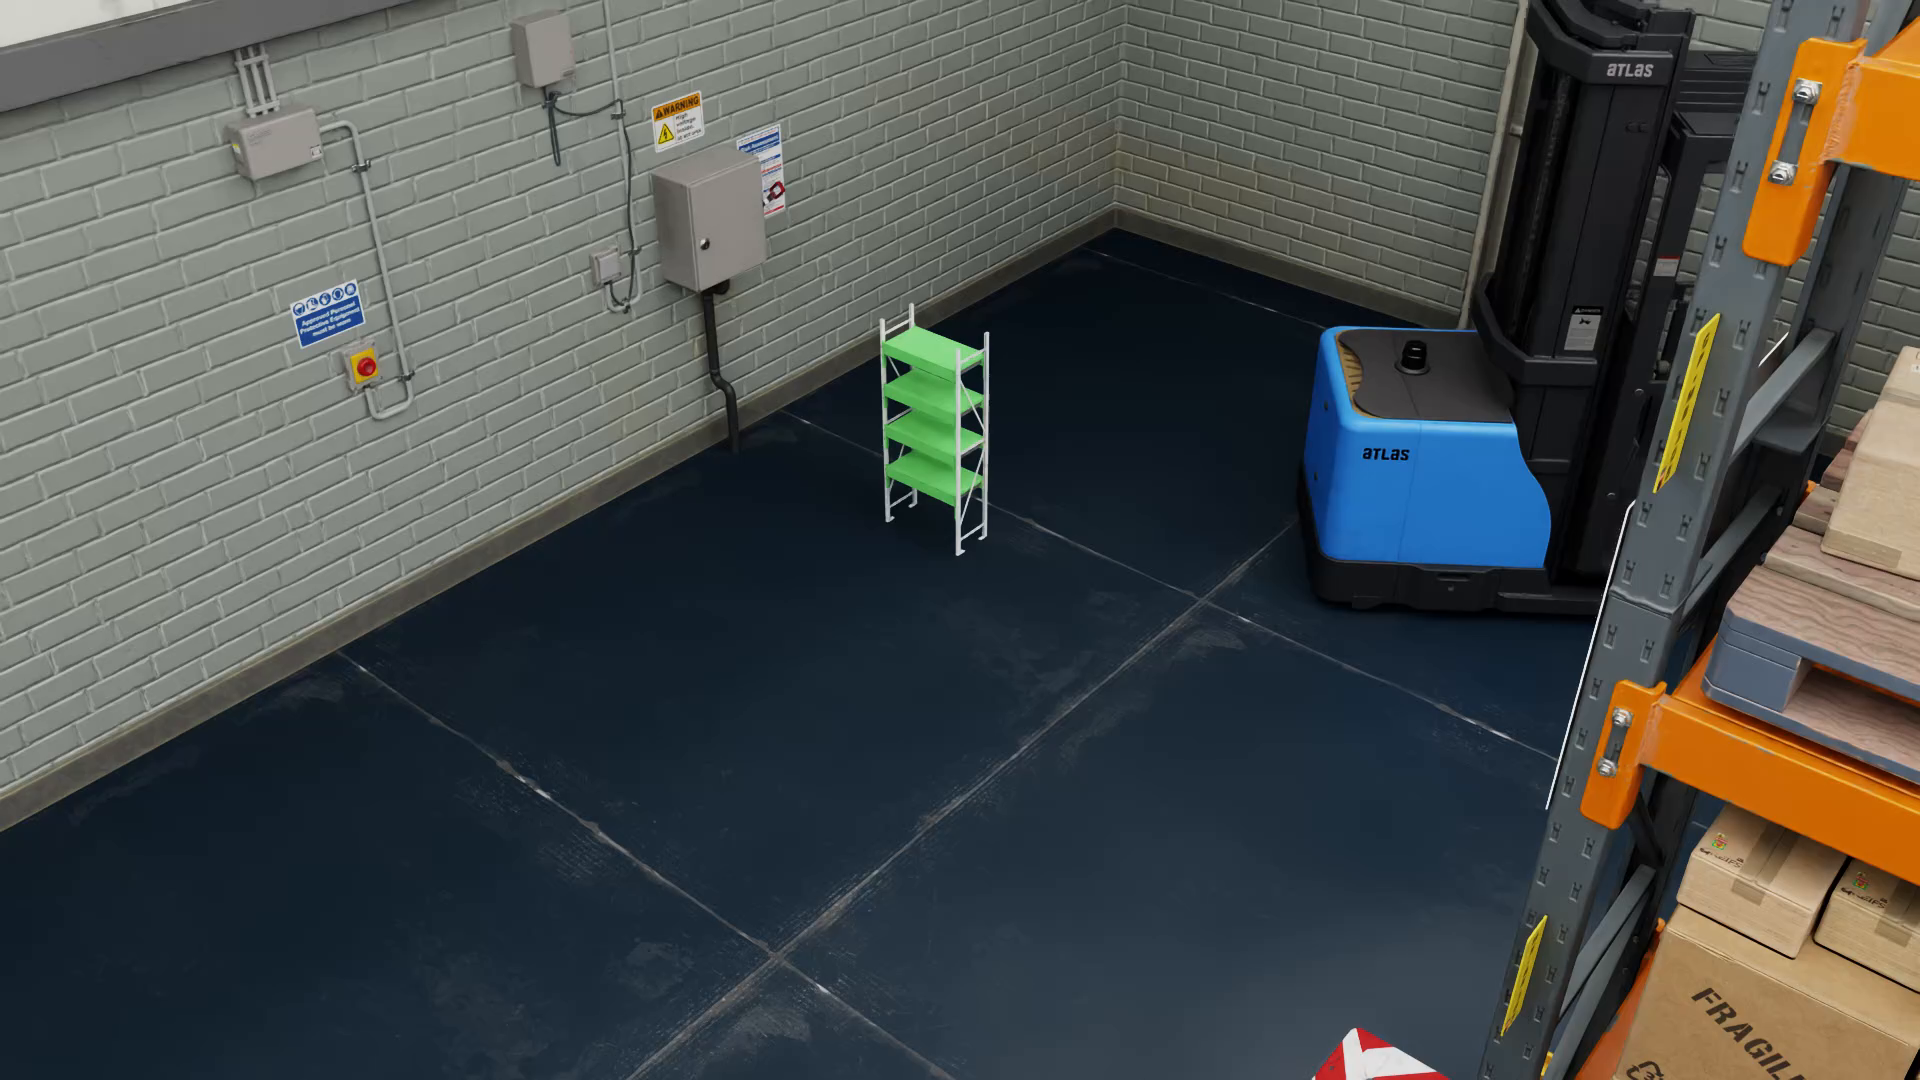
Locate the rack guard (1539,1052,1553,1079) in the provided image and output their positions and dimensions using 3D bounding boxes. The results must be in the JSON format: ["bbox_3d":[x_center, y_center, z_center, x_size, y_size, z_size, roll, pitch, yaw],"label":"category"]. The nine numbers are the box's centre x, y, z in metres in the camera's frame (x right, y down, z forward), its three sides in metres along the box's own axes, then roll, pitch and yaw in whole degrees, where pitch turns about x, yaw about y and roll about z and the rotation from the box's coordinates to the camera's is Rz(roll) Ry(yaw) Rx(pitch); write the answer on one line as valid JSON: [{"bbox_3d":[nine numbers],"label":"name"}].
[{"bbox_3d":[1.632,2.172,5.145,0.348,0.500,1.175,25,42,32],"label":"rack guard"}]

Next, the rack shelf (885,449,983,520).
[{"bbox_3d":[-0.127,-0.304,8.670,0.480,0.148,0.258,25,42,32],"label":"rack shelf"}]

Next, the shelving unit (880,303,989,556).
[{"bbox_3d":[-0.127,-0.555,8.498,0.503,1.200,0.258,25,42,32],"label":"shelving unit"}]

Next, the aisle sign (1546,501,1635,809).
[{"bbox_3d":[1.410,0.179,3.543,0.004,0.787,0.394,25,42,32],"label":"aisle sign"}]

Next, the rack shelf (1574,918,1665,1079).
[{"bbox_3d":[3.188,2.172,3.574,4.000,0.370,1.077,25,42,32],"label":"rack shelf"}]

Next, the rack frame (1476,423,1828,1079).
[{"bbox_3d":[1.651,1.151,4.425,0.127,3.000,1.000,25,42,32],"label":"rack frame"}]

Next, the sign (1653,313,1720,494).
[{"bbox_3d":[1.291,-0.239,2.957,0.005,0.325,0.100,25,42,32],"label":"sign"}]

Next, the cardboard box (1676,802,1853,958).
[{"bbox_3d":[1.747,0.679,3.567,0.250,0.149,0.380,26,42,33],"label":"cardboard box"}]

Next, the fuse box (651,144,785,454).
[{"bbox_3d":[-1.241,-1.212,9.003,0.414,1.711,0.539,25,42,32],"label":"fuse box"}]

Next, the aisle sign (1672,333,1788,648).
[{"bbox_3d":[1.794,-0.082,3.923,0.004,0.787,0.394,25,42,32],"label":"aisle sign"}]

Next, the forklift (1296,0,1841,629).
[{"bbox_3d":[3.293,-1.087,7.744,3.031,2.935,1.130,2,35,3],"label":"forklift"}]

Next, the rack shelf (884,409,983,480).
[{"bbox_3d":[-0.127,-0.502,8.534,0.480,0.148,0.258,25,42,32],"label":"rack shelf"}]

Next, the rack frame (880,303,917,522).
[{"bbox_3d":[-0.315,-0.643,8.626,0.015,1.200,0.240,25,42,32],"label":"rack frame"}]

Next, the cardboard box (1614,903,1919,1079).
[{"bbox_3d":[1.837,0.995,3.680,0.500,0.500,0.500,24,41,31],"label":"cardboard box"}]

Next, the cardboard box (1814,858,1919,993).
[{"bbox_3d":[1.994,0.743,3.474,0.250,0.149,0.380,26,42,33],"label":"cardboard box"}]

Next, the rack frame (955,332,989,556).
[{"bbox_3d":[0.060,-0.466,8.369,0.015,1.200,0.240,25,42,32],"label":"rack frame"}]

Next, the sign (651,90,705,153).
[{"bbox_3d":[-1.436,-2.134,8.478,0.001,0.242,0.339,25,42,32],"label":"sign"}]

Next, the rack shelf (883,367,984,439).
[{"bbox_3d":[-0.127,-0.700,8.398,0.480,0.148,0.258,25,42,32],"label":"rack shelf"}]

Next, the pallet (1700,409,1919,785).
[{"bbox_3d":[2.228,0.215,3.216,1.213,0.211,1.003,25,42,32],"label":"pallet"}]

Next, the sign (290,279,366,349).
[{"bbox_3d":[-2.775,-0.994,7.309,0.001,0.218,0.327,25,42,32],"label":"sign"}]

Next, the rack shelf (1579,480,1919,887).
[{"bbox_3d":[3.188,0.935,2.724,4.000,0.370,1.077,25,42,32],"label":"rack shelf"}]

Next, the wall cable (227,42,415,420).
[{"bbox_3d":[-2.698,-1.313,7.087,0.123,1.953,0.585,25,42,32],"label":"wall cable"}]

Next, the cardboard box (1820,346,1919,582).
[{"bbox_3d":[2.054,-0.114,3.291,0.500,0.250,0.500,21,40,28],"label":"cardboard box"}]

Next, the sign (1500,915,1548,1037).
[{"bbox_3d":[1.291,1.000,3.809,0.005,0.325,0.100,25,42,32],"label":"sign"}]

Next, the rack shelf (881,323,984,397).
[{"bbox_3d":[-0.127,-0.898,8.262,0.480,0.148,0.258,25,42,32],"label":"rack shelf"}]

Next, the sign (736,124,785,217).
[{"bbox_3d":[-1.085,-1.993,9.087,0.001,0.494,0.329,25,42,32],"label":"sign"}]

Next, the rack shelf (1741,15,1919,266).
[{"bbox_3d":[3.188,-0.136,1.988,4.000,0.370,1.077,25,42,32],"label":"rack shelf"}]

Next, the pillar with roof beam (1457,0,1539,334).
[{"bbox_3d":[0.574,-2.979,5.139,0.400,9.000,9.100,25,42,32],"label":"pillar with roof beam"}]

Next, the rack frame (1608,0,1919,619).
[{"bbox_3d":[1.651,-1.322,2.726,0.127,3.000,1.000,25,42,32],"label":"rack frame"}]

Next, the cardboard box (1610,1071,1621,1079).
[{"bbox_3d":[1.836,1.408,3.961,0.500,0.500,0.500,25,42,31],"label":"cardboard box"}]
